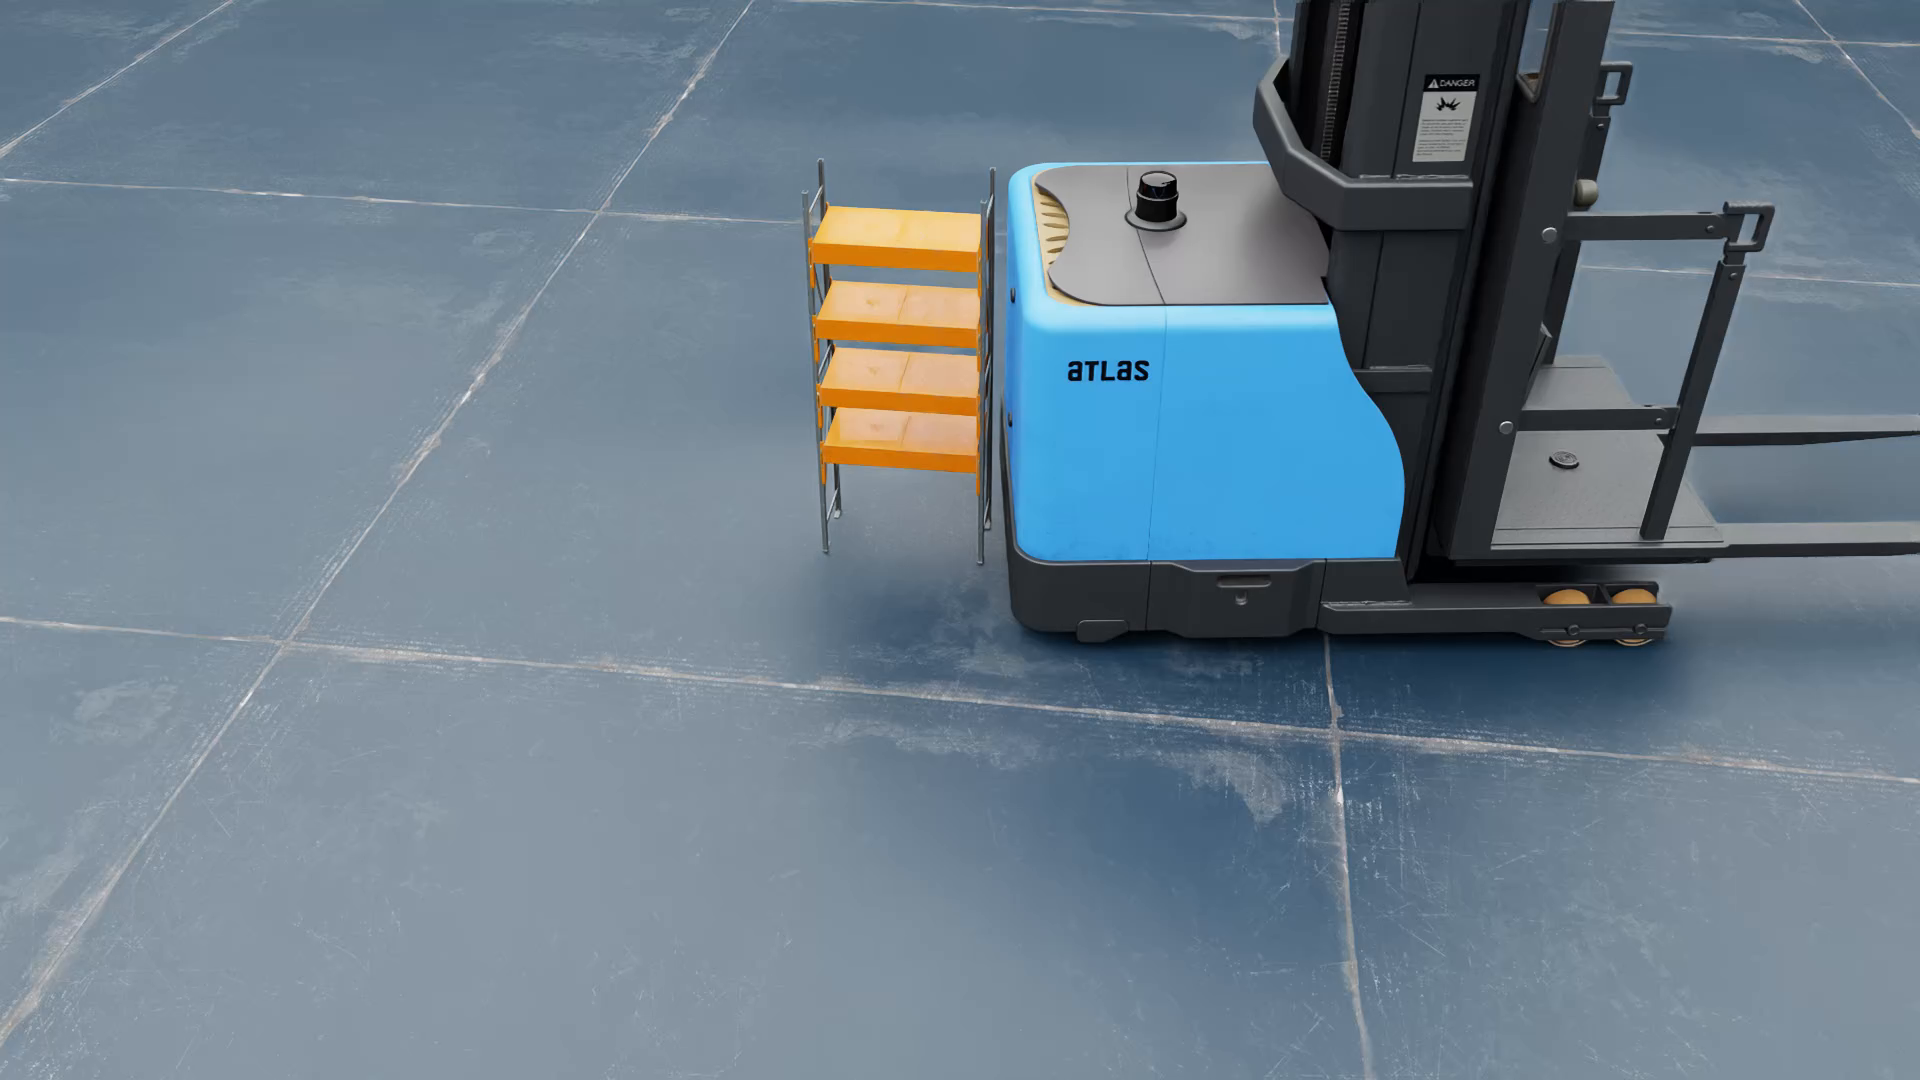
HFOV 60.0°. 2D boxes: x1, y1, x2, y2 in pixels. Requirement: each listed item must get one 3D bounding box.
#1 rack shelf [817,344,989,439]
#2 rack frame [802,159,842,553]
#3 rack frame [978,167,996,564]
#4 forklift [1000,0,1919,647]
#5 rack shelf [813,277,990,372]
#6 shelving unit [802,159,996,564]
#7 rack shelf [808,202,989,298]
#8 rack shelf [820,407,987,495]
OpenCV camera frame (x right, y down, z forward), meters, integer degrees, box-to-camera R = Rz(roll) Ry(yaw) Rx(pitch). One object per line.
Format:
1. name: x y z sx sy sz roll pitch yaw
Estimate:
1. rack shelf: -0.164 -0.446 4.958 0.480 0.148 0.258 4 36 6
2. rack frame: -0.406 -0.519 4.944 0.015 1.200 0.240 4 36 6
3. rack frame: 0.078 -0.483 4.893 0.015 1.200 0.240 4 36 6
4. forklift: 1.656 -1.193 4.398 3.031 2.935 1.130 -1 36 -1
5. rack shelf: -0.164 -0.628 4.828 0.480 0.148 0.258 4 36 6
6. shelving unit: -0.164 -0.501 4.919 0.503 1.200 0.258 4 36 6
7. rack shelf: -0.164 -0.820 4.690 0.480 0.148 0.258 4 36 6
8. rack shelf: -0.164 -0.284 5.073 0.480 0.148 0.258 4 36 6
